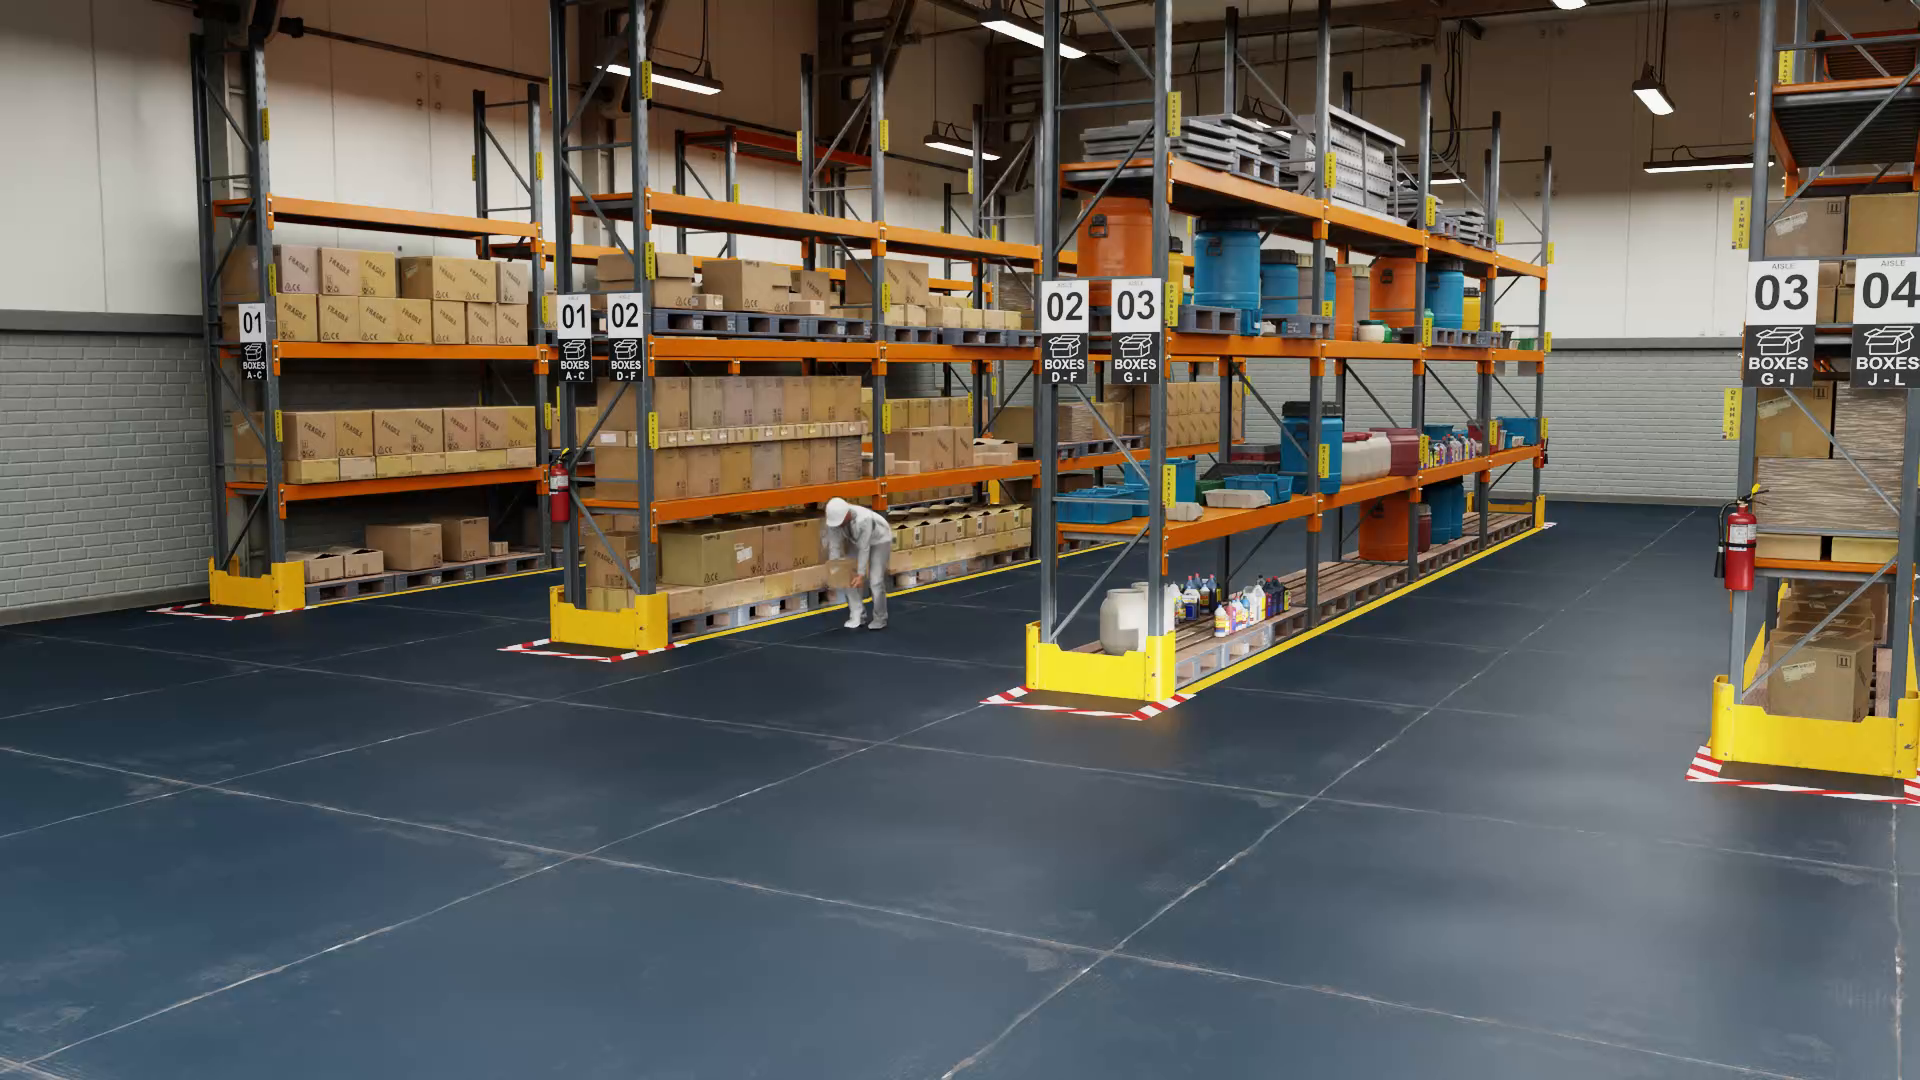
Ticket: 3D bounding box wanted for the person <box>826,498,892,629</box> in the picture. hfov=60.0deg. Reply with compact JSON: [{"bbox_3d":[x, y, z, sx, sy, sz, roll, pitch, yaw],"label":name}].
[{"bbox_3d":[-1.012,0.222,16.081,0.455,1.317,0.949,3,7,27],"label":"person"}]
